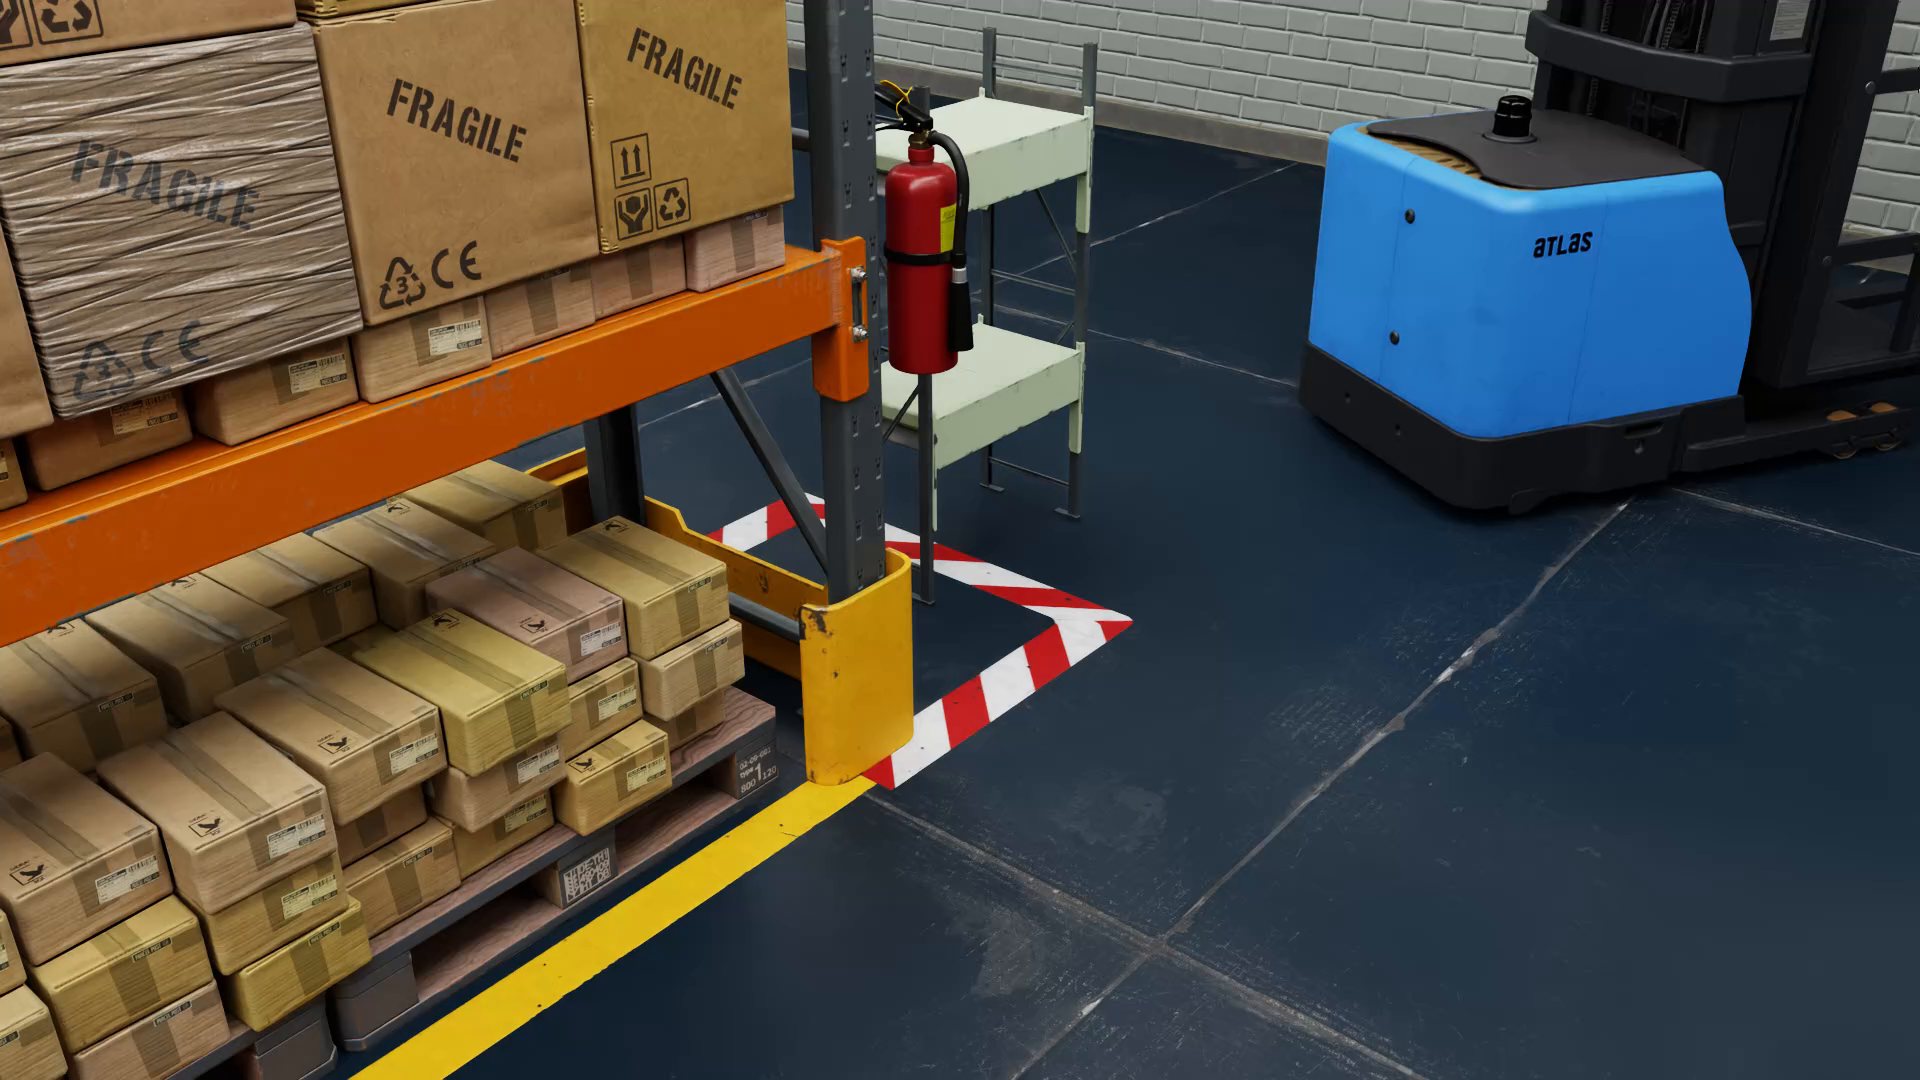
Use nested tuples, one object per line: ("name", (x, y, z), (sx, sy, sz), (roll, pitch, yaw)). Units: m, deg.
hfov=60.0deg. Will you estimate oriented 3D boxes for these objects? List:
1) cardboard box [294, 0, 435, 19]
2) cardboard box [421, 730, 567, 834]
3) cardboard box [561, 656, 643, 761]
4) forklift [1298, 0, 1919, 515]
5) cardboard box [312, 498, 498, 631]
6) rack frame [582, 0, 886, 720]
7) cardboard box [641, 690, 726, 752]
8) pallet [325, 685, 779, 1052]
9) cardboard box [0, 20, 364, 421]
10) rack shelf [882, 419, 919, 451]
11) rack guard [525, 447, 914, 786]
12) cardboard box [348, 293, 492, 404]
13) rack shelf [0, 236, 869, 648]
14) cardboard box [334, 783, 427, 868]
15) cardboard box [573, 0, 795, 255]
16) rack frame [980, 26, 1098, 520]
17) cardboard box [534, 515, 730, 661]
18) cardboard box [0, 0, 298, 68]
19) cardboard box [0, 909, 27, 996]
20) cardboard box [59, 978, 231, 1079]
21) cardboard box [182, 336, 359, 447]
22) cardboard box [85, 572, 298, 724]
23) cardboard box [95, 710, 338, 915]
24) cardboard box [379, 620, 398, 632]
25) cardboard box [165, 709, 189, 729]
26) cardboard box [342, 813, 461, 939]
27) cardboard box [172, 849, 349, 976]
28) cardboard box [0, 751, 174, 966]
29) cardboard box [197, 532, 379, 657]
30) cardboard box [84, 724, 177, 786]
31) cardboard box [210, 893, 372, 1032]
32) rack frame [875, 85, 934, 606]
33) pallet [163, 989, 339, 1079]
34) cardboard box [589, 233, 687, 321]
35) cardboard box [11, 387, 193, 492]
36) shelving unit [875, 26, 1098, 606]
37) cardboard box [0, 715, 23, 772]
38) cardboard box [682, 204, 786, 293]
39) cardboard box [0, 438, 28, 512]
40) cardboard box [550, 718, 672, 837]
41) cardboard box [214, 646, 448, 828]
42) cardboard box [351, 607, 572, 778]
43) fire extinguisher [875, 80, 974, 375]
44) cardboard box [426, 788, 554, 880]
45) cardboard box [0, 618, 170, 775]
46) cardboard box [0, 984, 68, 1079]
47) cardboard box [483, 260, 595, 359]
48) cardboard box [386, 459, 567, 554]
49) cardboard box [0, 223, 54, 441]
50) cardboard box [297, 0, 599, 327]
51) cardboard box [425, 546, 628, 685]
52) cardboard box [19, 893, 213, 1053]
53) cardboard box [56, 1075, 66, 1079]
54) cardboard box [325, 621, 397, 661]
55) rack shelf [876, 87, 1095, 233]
("cardboard box", (-1.026, -1.180, 2.746), (0.500, 0.500, 0.500), (19, 33, 33))
("cardboard box", (-1.049, 0.429, 3.479), (0.380, 0.149, 0.250), (19, 33, 32))
("cardboard box", (-0.928, 0.321, 3.687), (0.380, 0.149, 0.250), (20, 33, 33))
("forklift", (2.804, -1.770, 5.551), (3.031, 2.867, 1.129), (-10, 29, -19))
("cardboard box", (-1.283, 0.061, 3.867), (0.380, 0.149, 0.250), (21, 34, 35))
("rack frame", (-0.605, -0.974, 3.869), (1.000, 3.000, 0.127), (21, 34, 34))
("cardboard box", (-0.778, 0.353, 3.949), (0.380, 0.149, 0.250), (21, 34, 35))
("pallet", (-1.197, 0.569, 3.921), (1.003, 0.211, 1.213), (21, 34, 34))
("cardboard box", (-1.338, -0.553, 2.621), (0.500, 0.500, 0.500), (21, 34, 35))
("rack shelf", (-0.004, -0.438, 5.018), (0.332, 0.071, 0.664), (21, 34, 34))
("rack guard", (-0.653, 0.163, 4.391), (1.175, 0.500, 0.348), (21, 34, 34))
("cardboard box", (-1.073, -0.397, 3.026), (0.380, 0.149, 0.250), (22, 34, 36))
("rack shelf", (-1.877, 0.054, 2.663), (1.077, 0.370, 4.000), (21, 34, 34))
("cardboard box", (-1.300, 0.494, 3.353), (0.380, 0.149, 0.250), (20, 34, 34))
("cardboard box", (-0.692, -0.916, 3.324), (0.500, 0.500, 0.500), (22, 34, 35))
("rack frame", (0.229, -0.794, 5.152), (0.400, 1.500, 0.023), (21, 34, 34))
("cardboard box", (-0.746, 0.103, 3.785), (0.380, 0.149, 0.250), (21, 34, 35))
("cardboard box", (-1.350, -0.993, 2.385), (0.500, 0.500, 0.500), (23, 35, 37))
("cardboard box", (-1.756, 0.651, 2.725), (0.380, 0.149, 0.250), (21, 34, 35))
("cardboard box", (-1.549, 0.833, 3.020), (0.380, 0.149, 0.250), (22, 34, 35))
("cardboard box", (-1.264, -0.312, 2.862), (0.380, 0.149, 0.250), (19, 33, 32))
("cardboard box", (-1.636, 0.225, 3.550), (0.380, 0.149, 0.250), (19, 33, 32))
("cardboard box", (-1.358, 0.489, 3.038), (0.380, 0.149, 0.250), (22, 35, 36))
("cardboard box", (-1.354, 0.165, 3.989), (0.380, 0.149, 0.250), (21, 34, 34))
("cardboard box", (-1.688, 0.336, 3.657), (0.380, 0.149, 0.250), (22, 35, 36))
("cardboard box", (-1.245, 0.634, 3.406), (0.380, 0.149, 0.250), (21, 34, 35))
("cardboard box", (-1.369, 0.616, 3.117), (0.380, 0.149, 0.250), (21, 34, 35))
("cardboard box", (-1.611, 0.550, 2.920), (0.380, 0.149, 0.250), (19, 33, 33))
("cardboard box", (-1.542, 0.112, 3.766), (0.380, 0.149, 0.250), (21, 34, 34))
("cardboard box", (-1.783, 0.458, 3.421), (0.380, 0.149, 0.250), (19, 33, 32))
("cardboard box", (-1.359, 0.742, 3.196), (0.380, 0.149, 0.250), (19, 33, 32))
("rack frame", (-0.237, -0.534, 4.650), (0.400, 1.500, 0.023), (21, 34, 34))
("pallet", (-1.973, 0.999, 3.088), (1.003, 0.211, 1.213), (21, 34, 34))
("cardboard box", (-0.781, -0.587, 3.394), (0.380, 0.149, 0.250), (21, 34, 34))
("cardboard box", (-1.481, -0.234, 2.710), (0.380, 0.149, 0.250), (19, 33, 32))
("shelving unit", (-0.004, -0.664, 4.901), (0.431, 1.500, 0.755), (21, 34, 34))
("cardboard box", (-2.022, 0.400, 3.210), (0.380, 0.149, 0.250), (21, 34, 35))
("cardboard box", (-0.594, -0.665, 3.543), (0.380, 0.149, 0.250), (21, 34, 34))
("cardboard box", (-1.637, -0.135, 2.519), (0.380, 0.149, 0.250), (21, 34, 35))
("cardboard box", (-0.864, 0.474, 3.715), (0.380, 0.149, 0.250), (22, 35, 36))
("cardboard box", (-1.230, 0.377, 3.254), (0.380, 0.149, 0.250), (19, 33, 32))
("cardboard box", (-1.017, 0.304, 3.396), (0.380, 0.149, 0.250), (20, 33, 33))
("fire extinguisher", (-0.088, -0.729, 3.884), (0.296, 0.674, 0.183), (21, 34, 34))
("cardboard box", (-1.098, 0.542, 3.583), (0.380, 0.149, 0.250), (21, 34, 34))
("cardboard box", (-1.819, 0.320, 3.365), (0.380, 0.149, 0.250), (22, 35, 36))
("cardboard box", (-1.700, 0.807, 2.747), (0.380, 0.149, 0.250), (21, 34, 35))
("cardboard box", (-0.929, -0.494, 3.214), (0.380, 0.149, 0.250), (20, 34, 34))
("cardboard box", (-1.200, -0.072, 4.124), (0.380, 0.149, 0.250), (19, 33, 32))
("cardboard box", (-1.664, -0.379, 2.285), (0.500, 0.500, 0.500), (23, 35, 37))
("cardboard box", (-1.023, -0.735, 2.974), (0.500, 0.500, 0.500), (20, 33, 34))
("cardboard box", (-0.950, 0.175, 3.645), (0.380, 0.149, 0.250), (22, 34, 35))
("cardboard box", (-1.546, 0.701, 2.952), (0.380, 0.149, 0.250), (23, 35, 37))
("cardboard box", (-1.767, 0.901, 2.889), (0.380, 0.149, 0.250), (22, 34, 36))
("cardboard box", (-1.441, 0.277, 3.771), (0.380, 0.149, 0.250), (21, 34, 35))
("rack shelf", (-0.004, -1.010, 4.721), (0.431, 0.370, 0.720), (21, 34, 34))
